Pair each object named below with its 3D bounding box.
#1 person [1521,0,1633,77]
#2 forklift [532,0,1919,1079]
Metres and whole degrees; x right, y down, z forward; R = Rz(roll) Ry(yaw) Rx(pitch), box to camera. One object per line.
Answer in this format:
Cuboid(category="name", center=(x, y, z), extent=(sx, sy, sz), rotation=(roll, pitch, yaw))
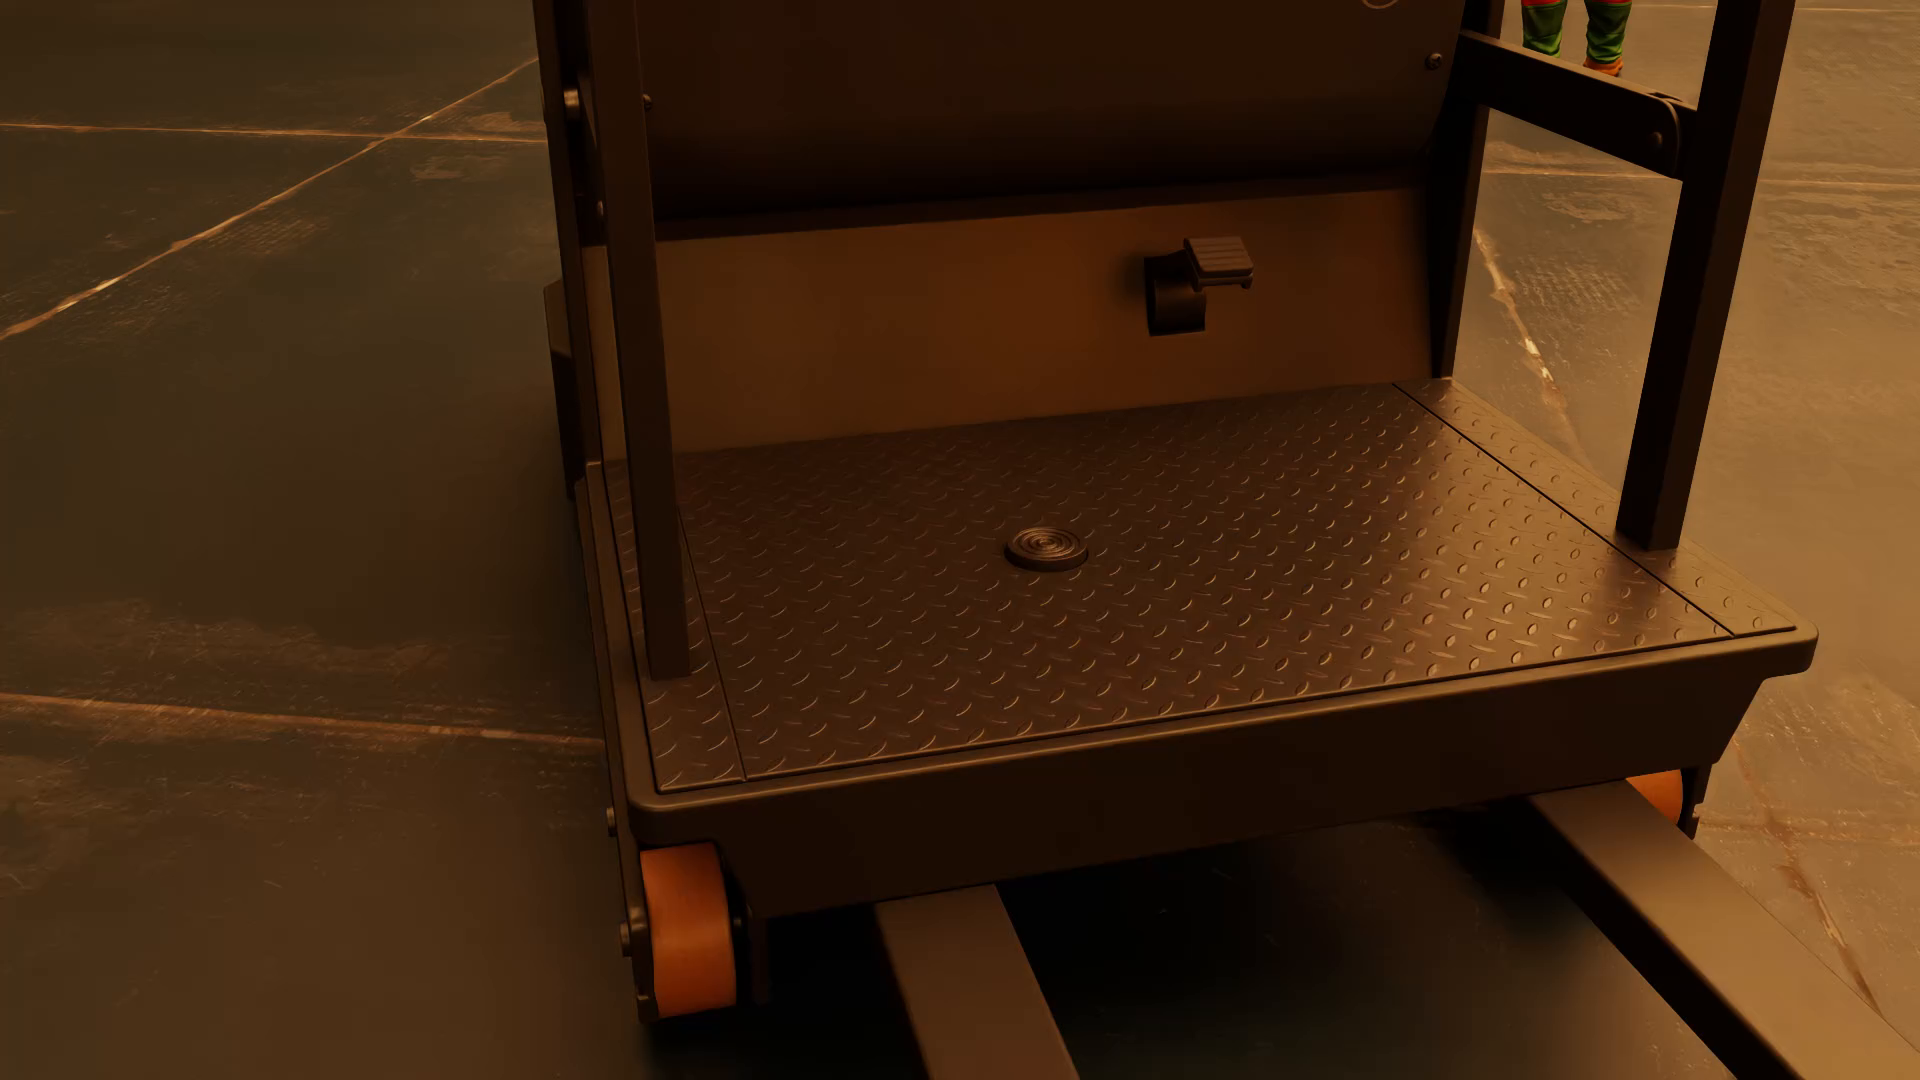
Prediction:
Cuboid(category="person", center=(1.945, -2.351, 5.193), extent=(0.638, 1.788, 0.559), rotation=(3, 27, 7))
Cuboid(category="forklift", center=(0.153, -1.049, 1.319), extent=(1.130, 2.935, 3.031), rotation=(-7, 27, -13))
